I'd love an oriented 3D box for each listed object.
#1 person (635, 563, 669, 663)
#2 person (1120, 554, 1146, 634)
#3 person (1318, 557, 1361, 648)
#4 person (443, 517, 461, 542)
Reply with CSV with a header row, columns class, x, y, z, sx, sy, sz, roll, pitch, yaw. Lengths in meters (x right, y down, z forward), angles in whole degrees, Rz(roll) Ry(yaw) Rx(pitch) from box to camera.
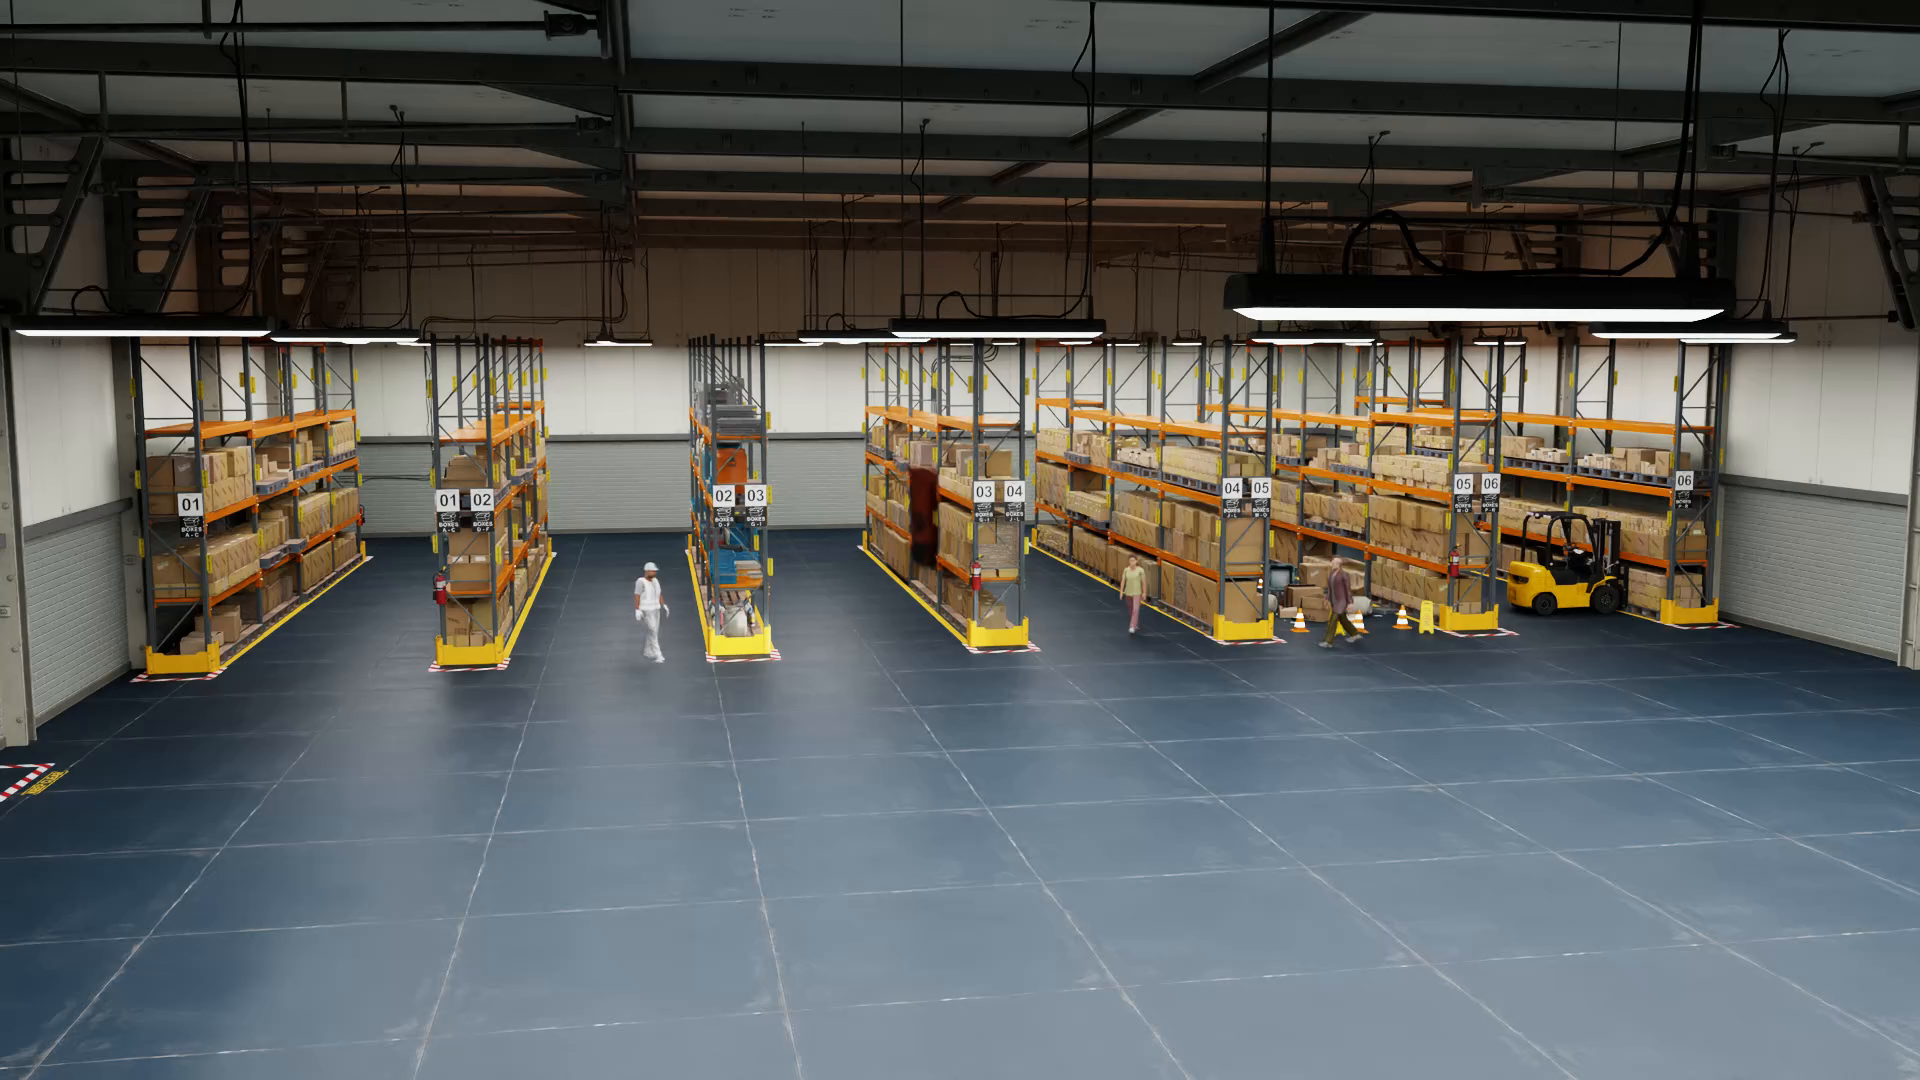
class,x,y,z,sx,sy,sz,roll,pitch,yaw
person,-5.638,1.324,30.781,0.692,1.794,0.576,4,7,29
person,3.436,1.087,33.327,0.470,1.614,1.073,3,7,26
person,7.321,1.191,32.041,1.141,1.731,0.644,-3,7,-26
person,-14.893,-0.764,48.900,0.683,1.747,0.524,-1,7,-8
